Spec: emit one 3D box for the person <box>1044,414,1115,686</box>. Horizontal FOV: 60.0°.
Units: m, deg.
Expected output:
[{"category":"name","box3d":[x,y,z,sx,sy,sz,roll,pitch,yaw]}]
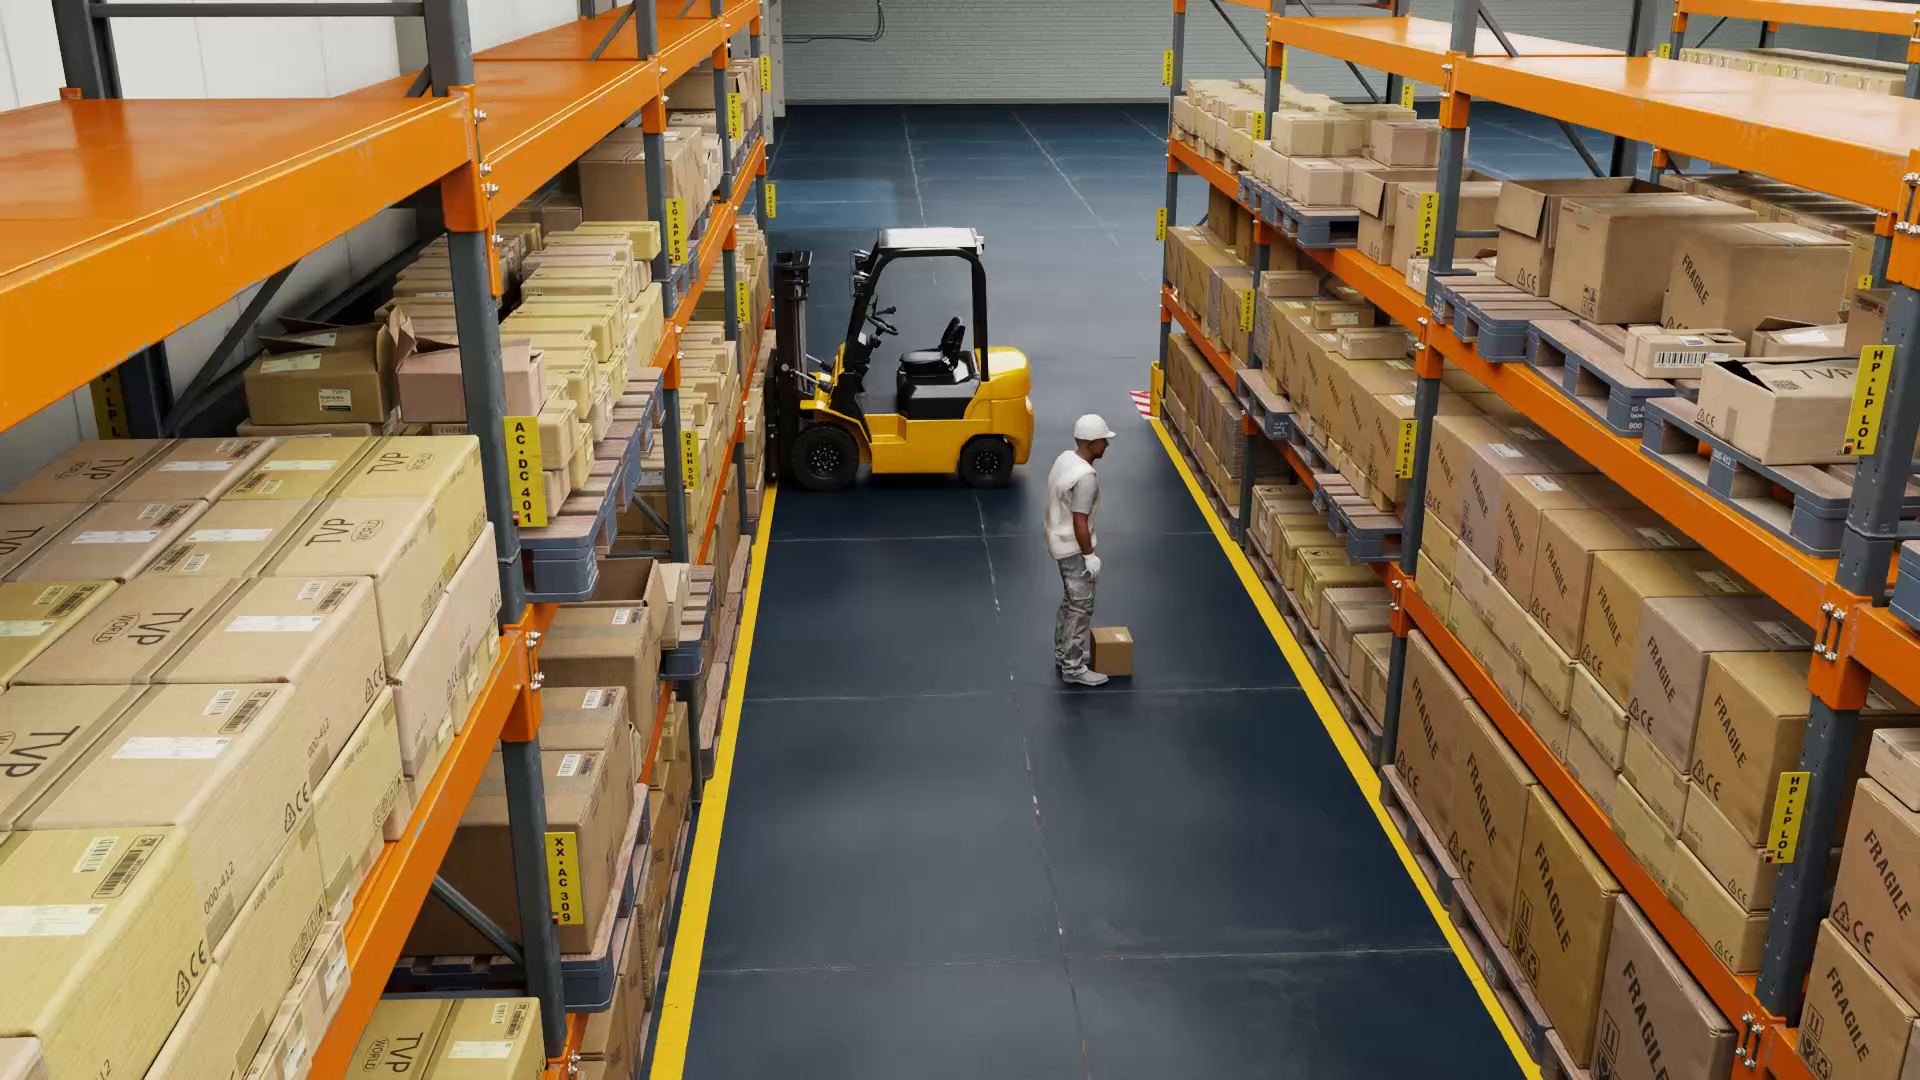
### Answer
[{"category":"person","box3d":[0.785,0.043,10.942,0.445,1.775,0.629,-2,20,-6]}]
